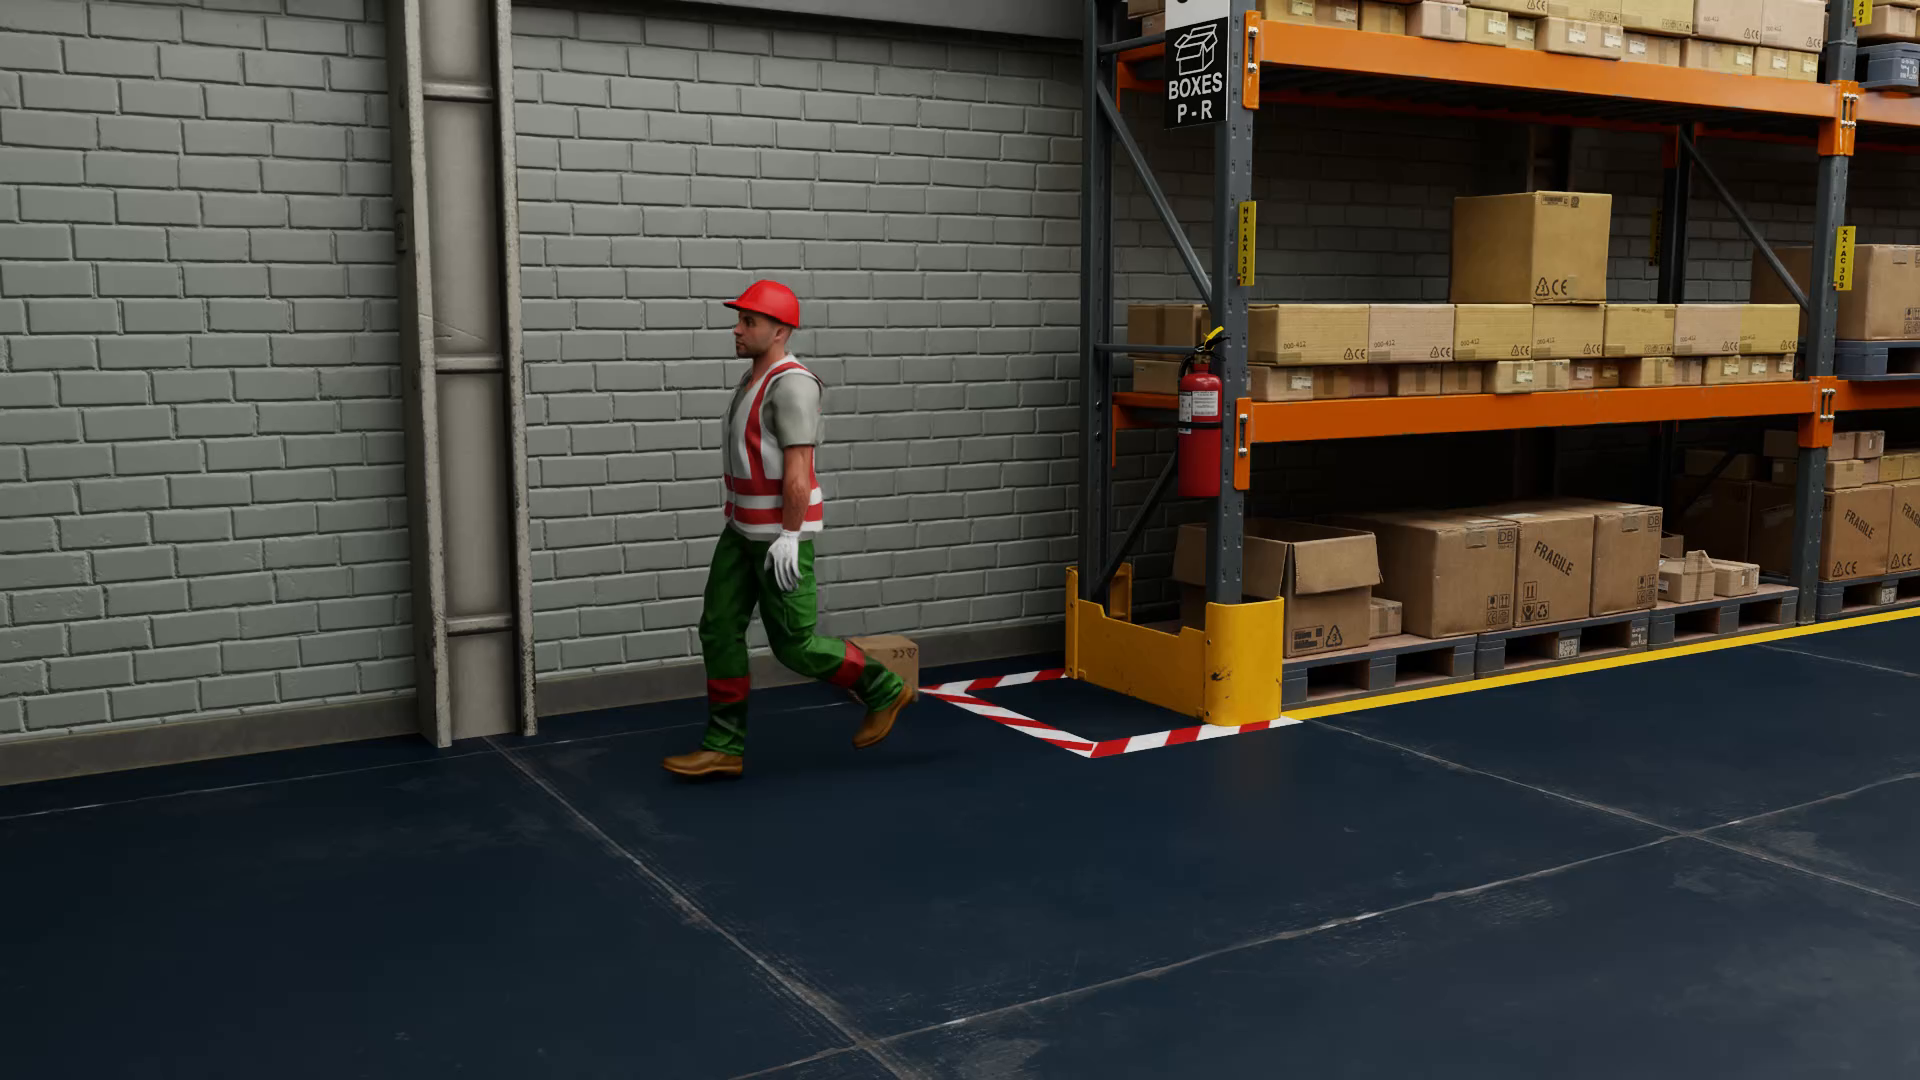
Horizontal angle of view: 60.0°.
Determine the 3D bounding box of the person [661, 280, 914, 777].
[{"bbox_3d":[-0.616,-0.034,5.928,0.911,1.763,0.542,-5,9,-30],"label":"person"}]
